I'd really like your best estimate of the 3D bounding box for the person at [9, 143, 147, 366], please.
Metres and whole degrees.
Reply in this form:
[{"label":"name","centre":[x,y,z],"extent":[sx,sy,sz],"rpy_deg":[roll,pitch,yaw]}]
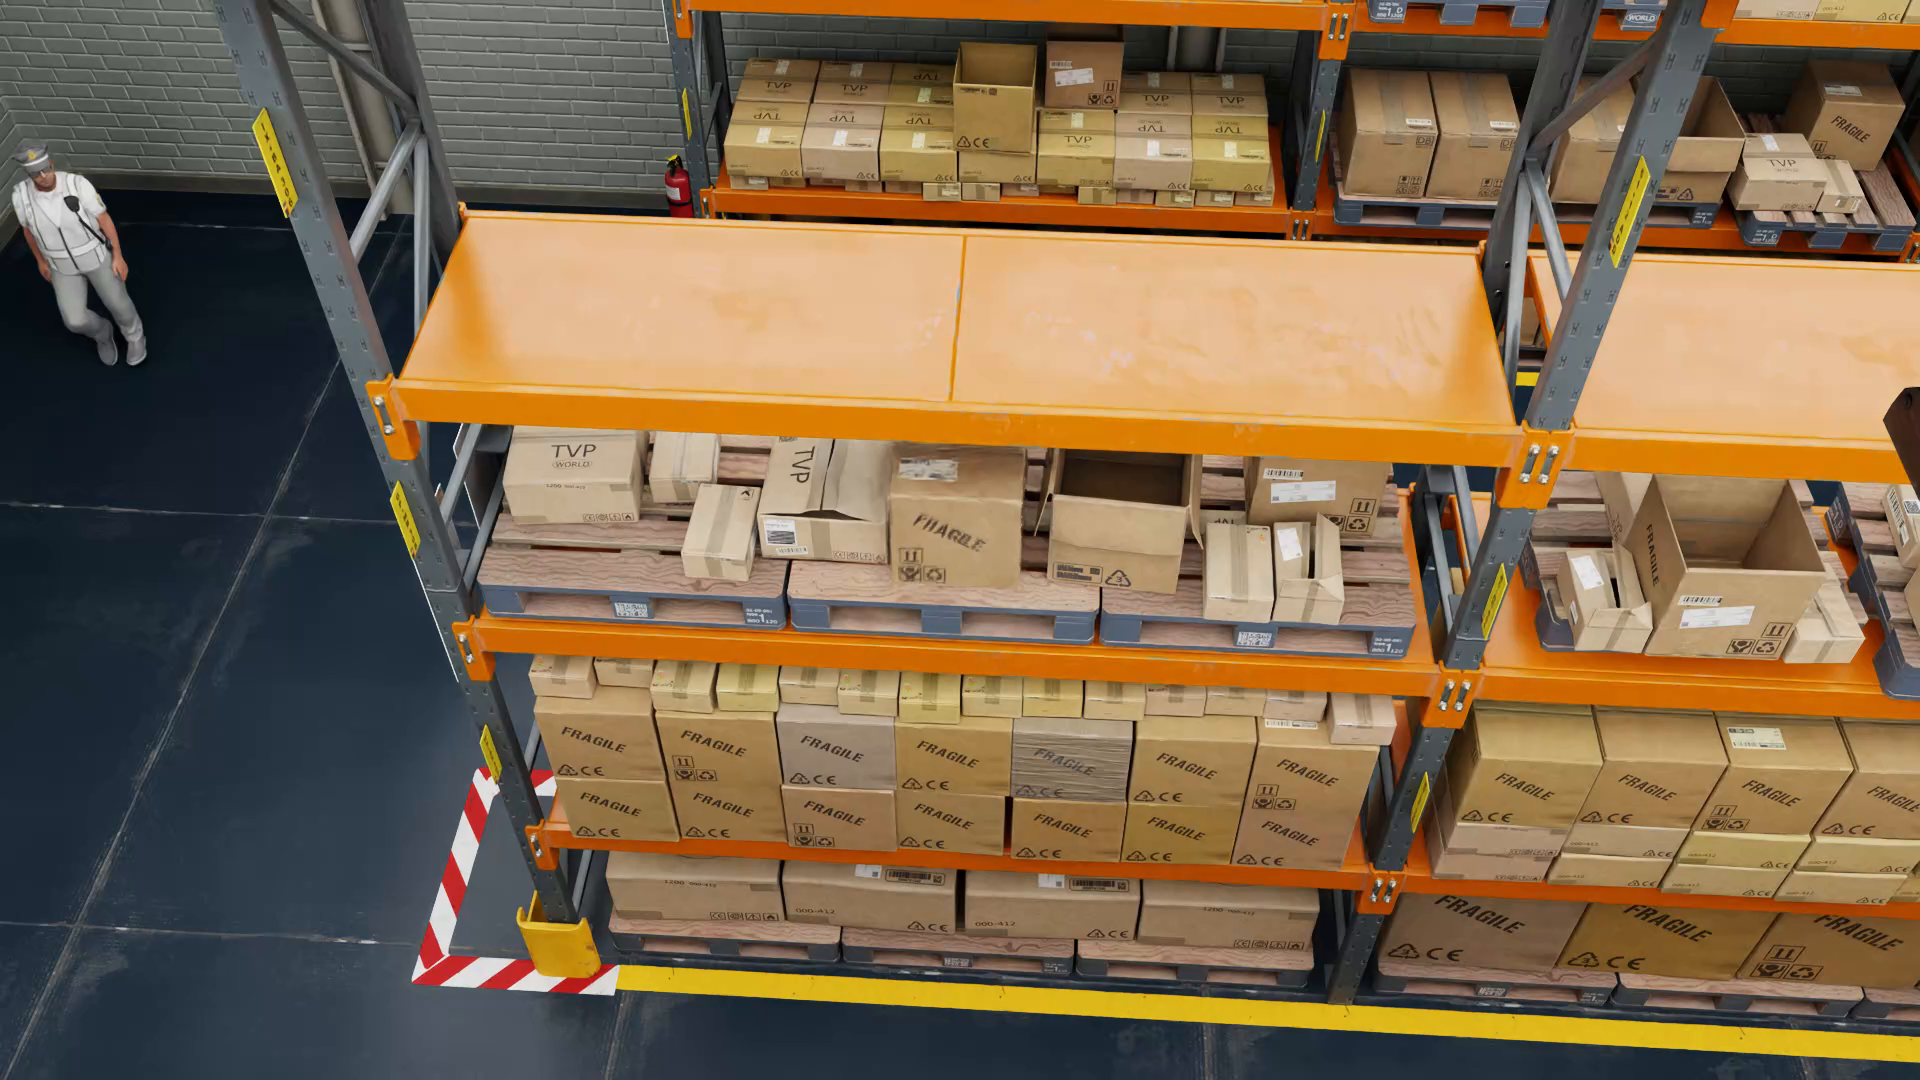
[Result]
[{"label":"person","centre":[-5.952,-1.875,11.246],"extent":[0.584,1.810,0.462],"rpy_deg":[-13,49,-11]}]
